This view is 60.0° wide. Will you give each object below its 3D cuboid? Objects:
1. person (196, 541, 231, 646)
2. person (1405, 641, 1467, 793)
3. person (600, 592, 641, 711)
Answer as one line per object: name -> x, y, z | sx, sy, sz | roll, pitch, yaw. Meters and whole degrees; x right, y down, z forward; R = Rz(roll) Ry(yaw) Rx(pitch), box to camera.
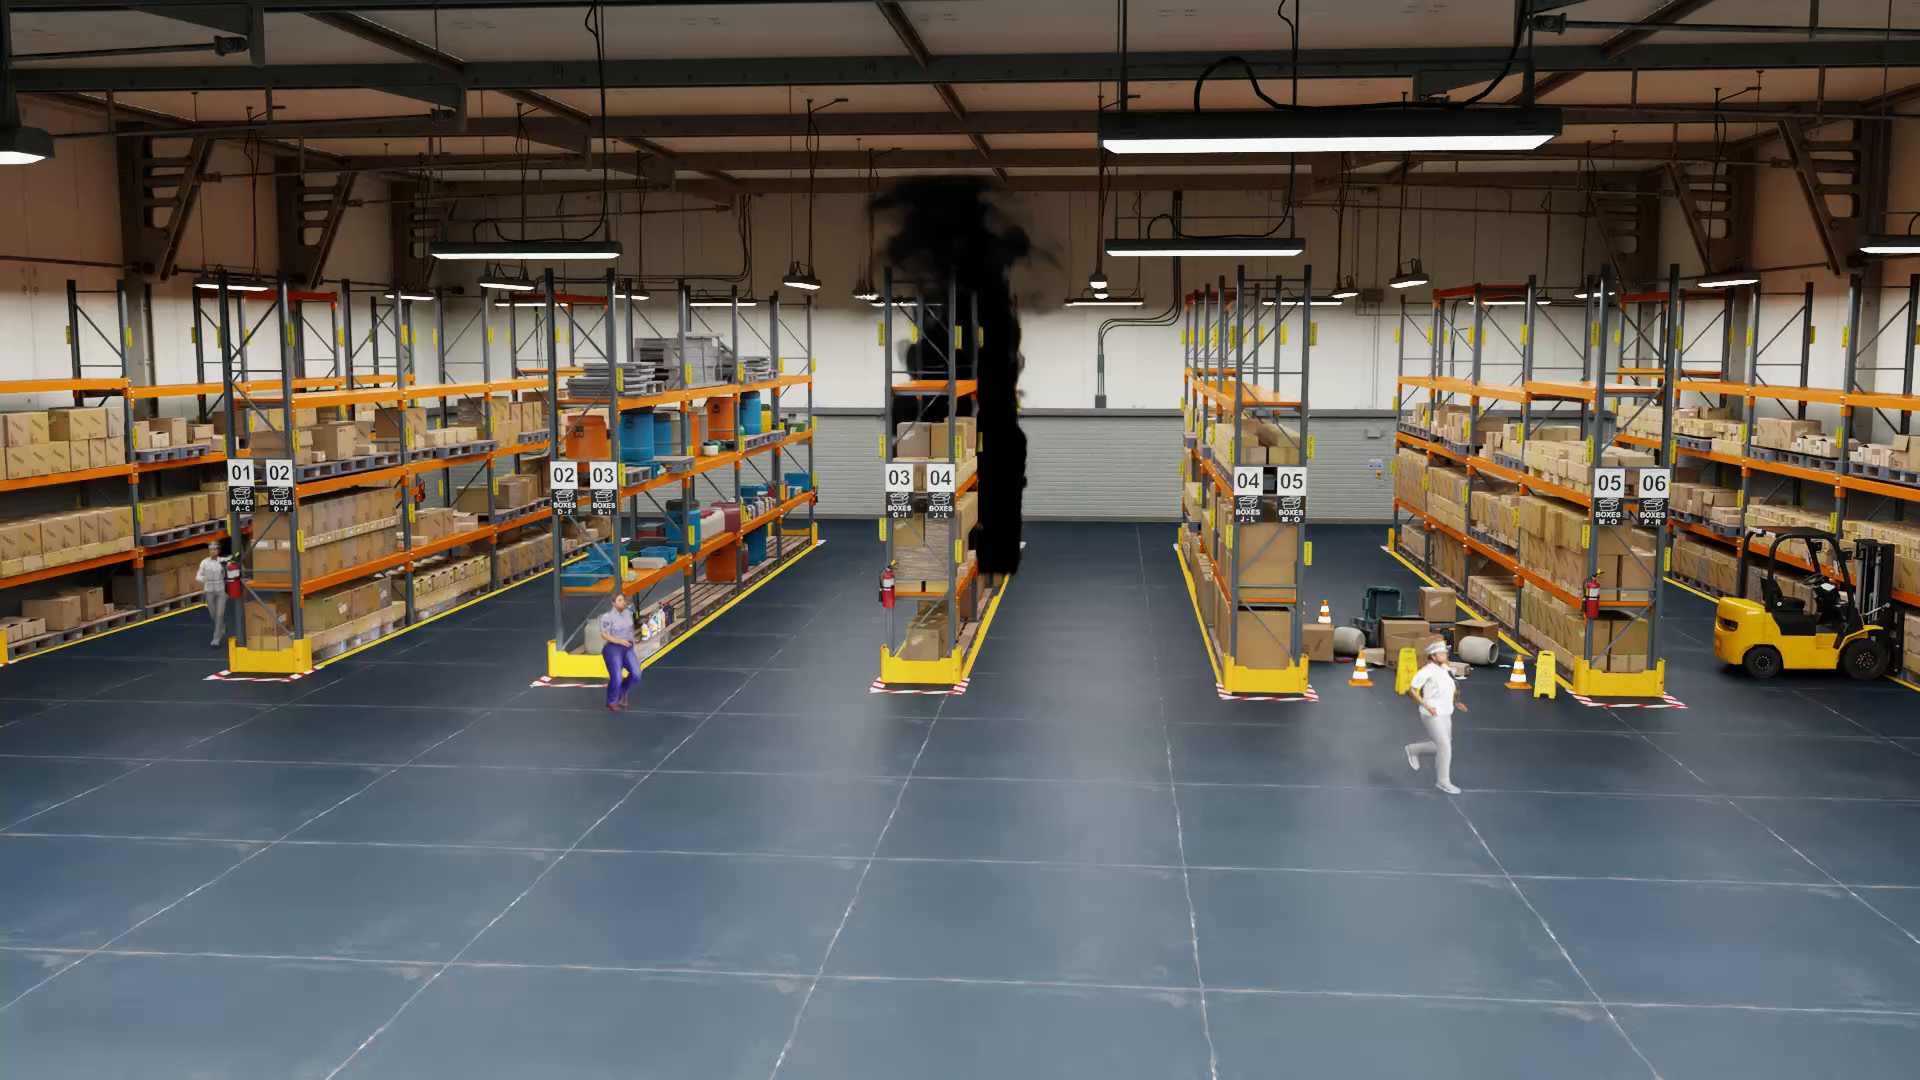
person -> -12.133, 0.838, 27.148 | 0.617, 1.667, 0.958 | -1, 7, -11
person -> 5.286, 1.944, 18.548 | 0.577, 1.686, 0.718 | -6, 9, -40
person -> -4.524, 1.495, 22.293 | 0.578, 1.607, 0.630 | 6, 9, 39
